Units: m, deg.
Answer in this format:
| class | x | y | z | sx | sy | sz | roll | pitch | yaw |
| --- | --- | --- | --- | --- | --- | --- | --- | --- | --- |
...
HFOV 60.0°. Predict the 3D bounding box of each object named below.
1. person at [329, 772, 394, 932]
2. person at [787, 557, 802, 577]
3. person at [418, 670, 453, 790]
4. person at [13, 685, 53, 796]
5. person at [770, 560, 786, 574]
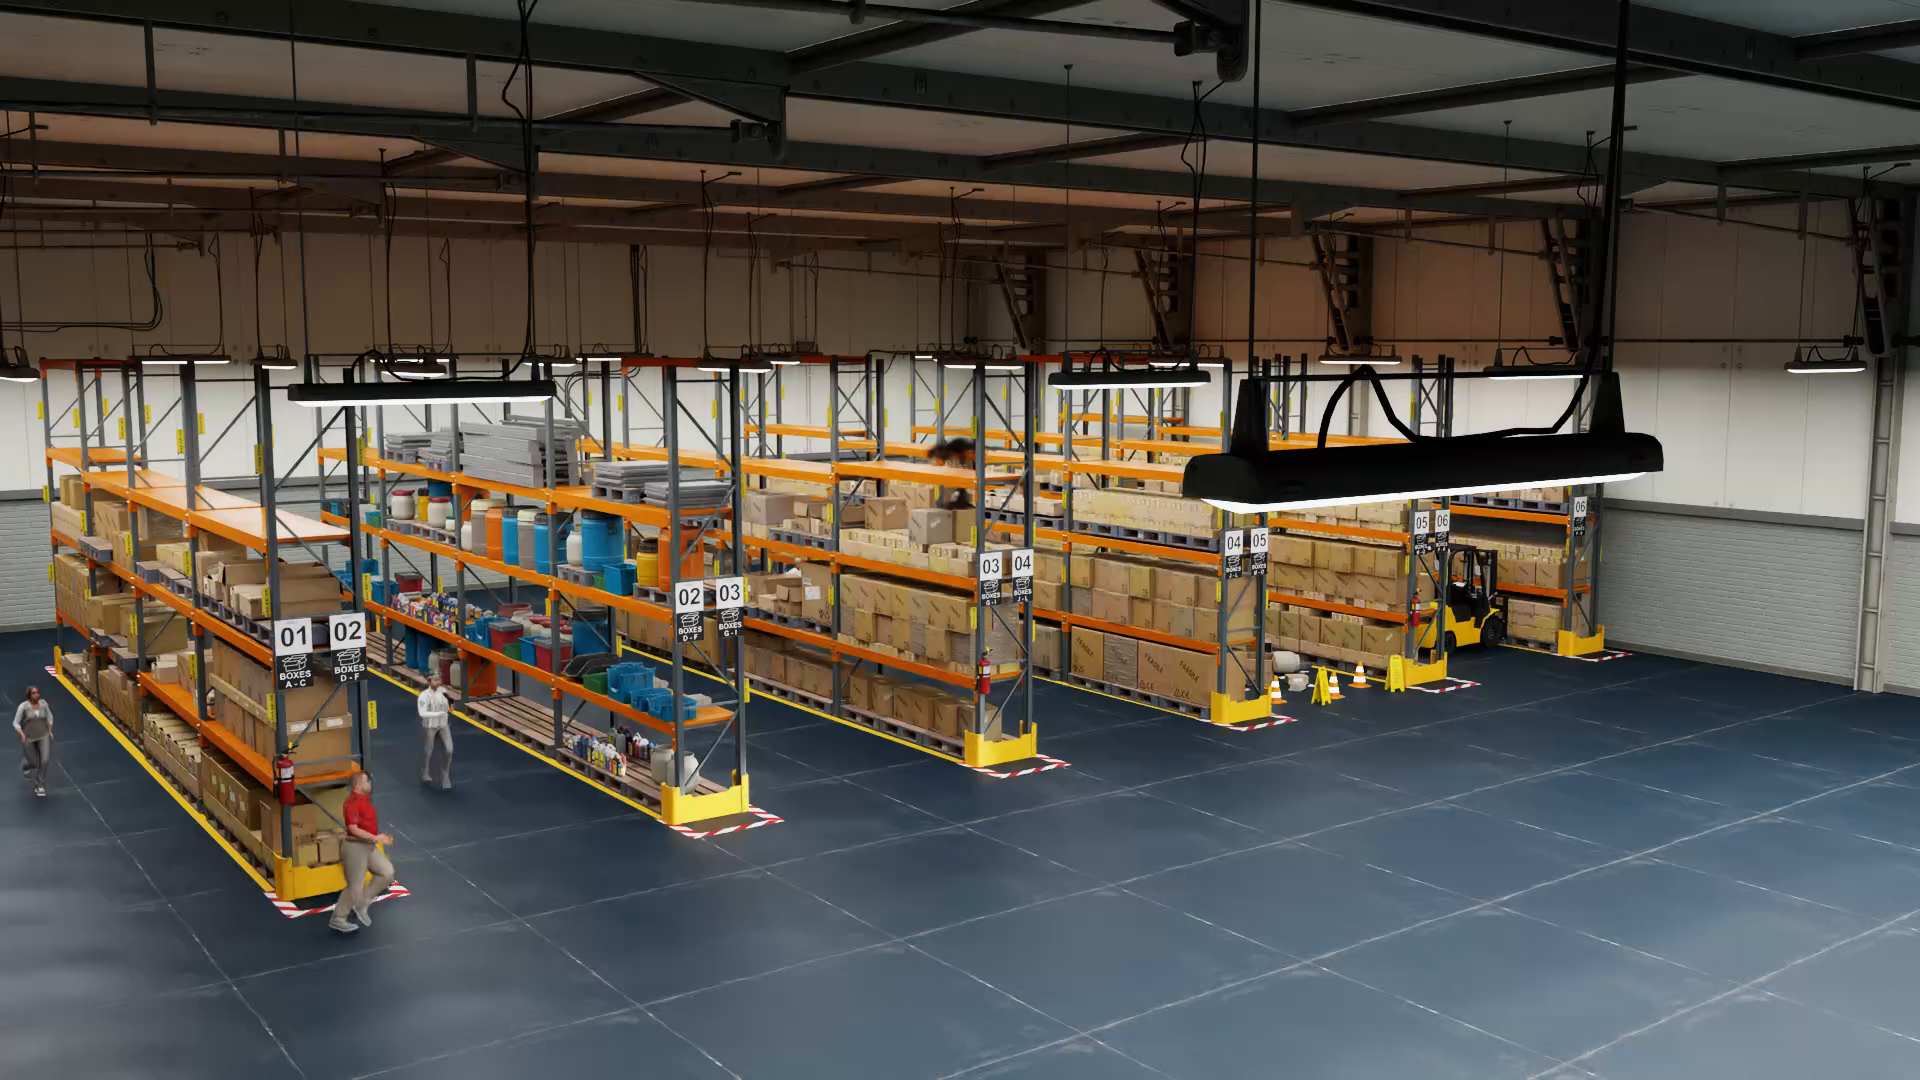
| class | x | y | z | sx | sy | sz | roll | pitch | yaw |
| --- | --- | --- | --- | --- | --- | --- | --- | --- | --- |
| person | -6.439 | 3.341 | 17.963 | 0.692 | 1.688 | 0.681 | 0 | 7 | 0 |
| person | -3.514 | 1.206 | 35.916 | 0.612 | 1.709 | 0.901 | -4 | 8 | -30 |
| person | -7.432 | 2.676 | 23.549 | 0.555 | 1.738 | 0.812 | -6 | 9 | -41 |
| person | -12.984 | 2.780 | 23.309 | 0.517 | 1.559 | 0.659 | -6 | 9 | -43 |
| person | -4.630 | 0.461 | 42.019 | 0.548 | 1.688 | 0.700 | 7 | 10 | 44 |
